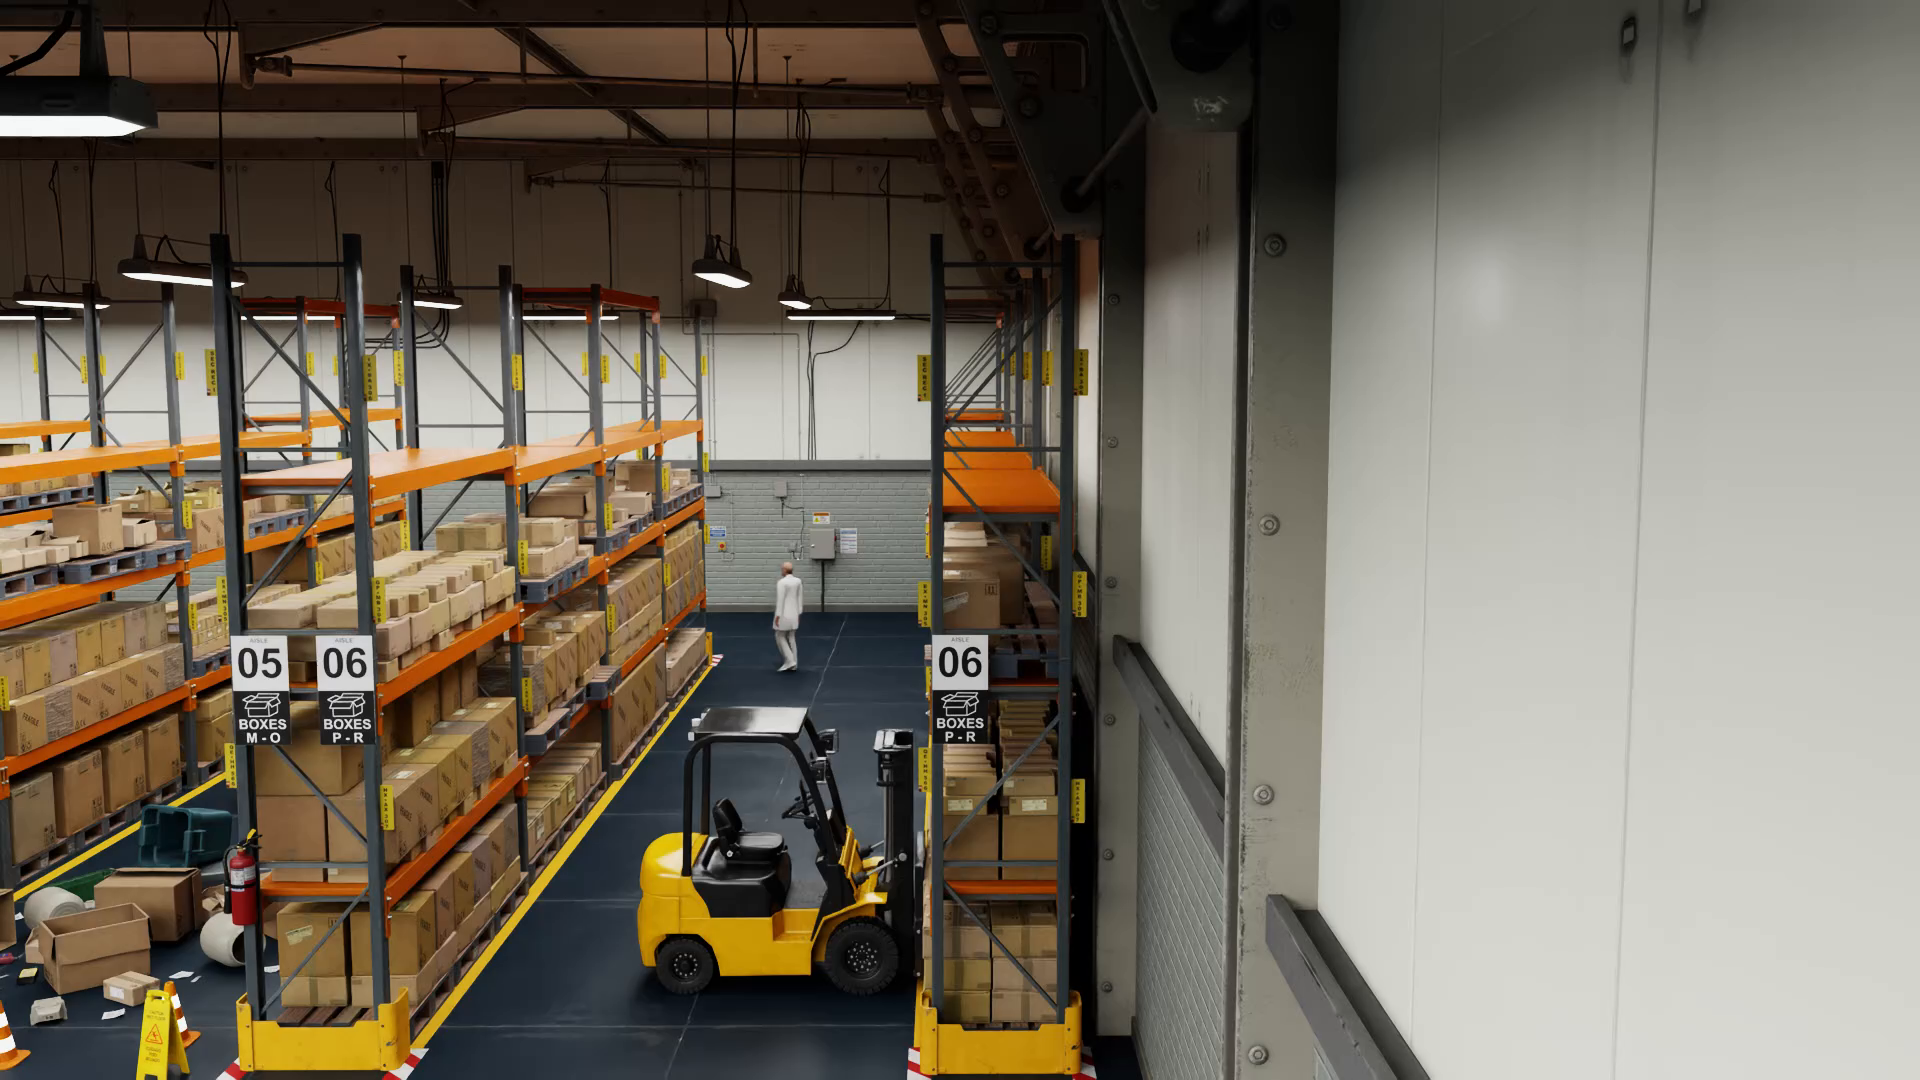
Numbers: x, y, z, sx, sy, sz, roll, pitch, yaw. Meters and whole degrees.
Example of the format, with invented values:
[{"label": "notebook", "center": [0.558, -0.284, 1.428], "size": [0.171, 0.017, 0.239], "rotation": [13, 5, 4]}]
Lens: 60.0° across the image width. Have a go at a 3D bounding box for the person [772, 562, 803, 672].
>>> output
[{"label": "person", "center": [-2.818, 1.326, 27.425], "size": [0.480, 1.734, 0.635], "rotation": [5, 8, 40]}]
